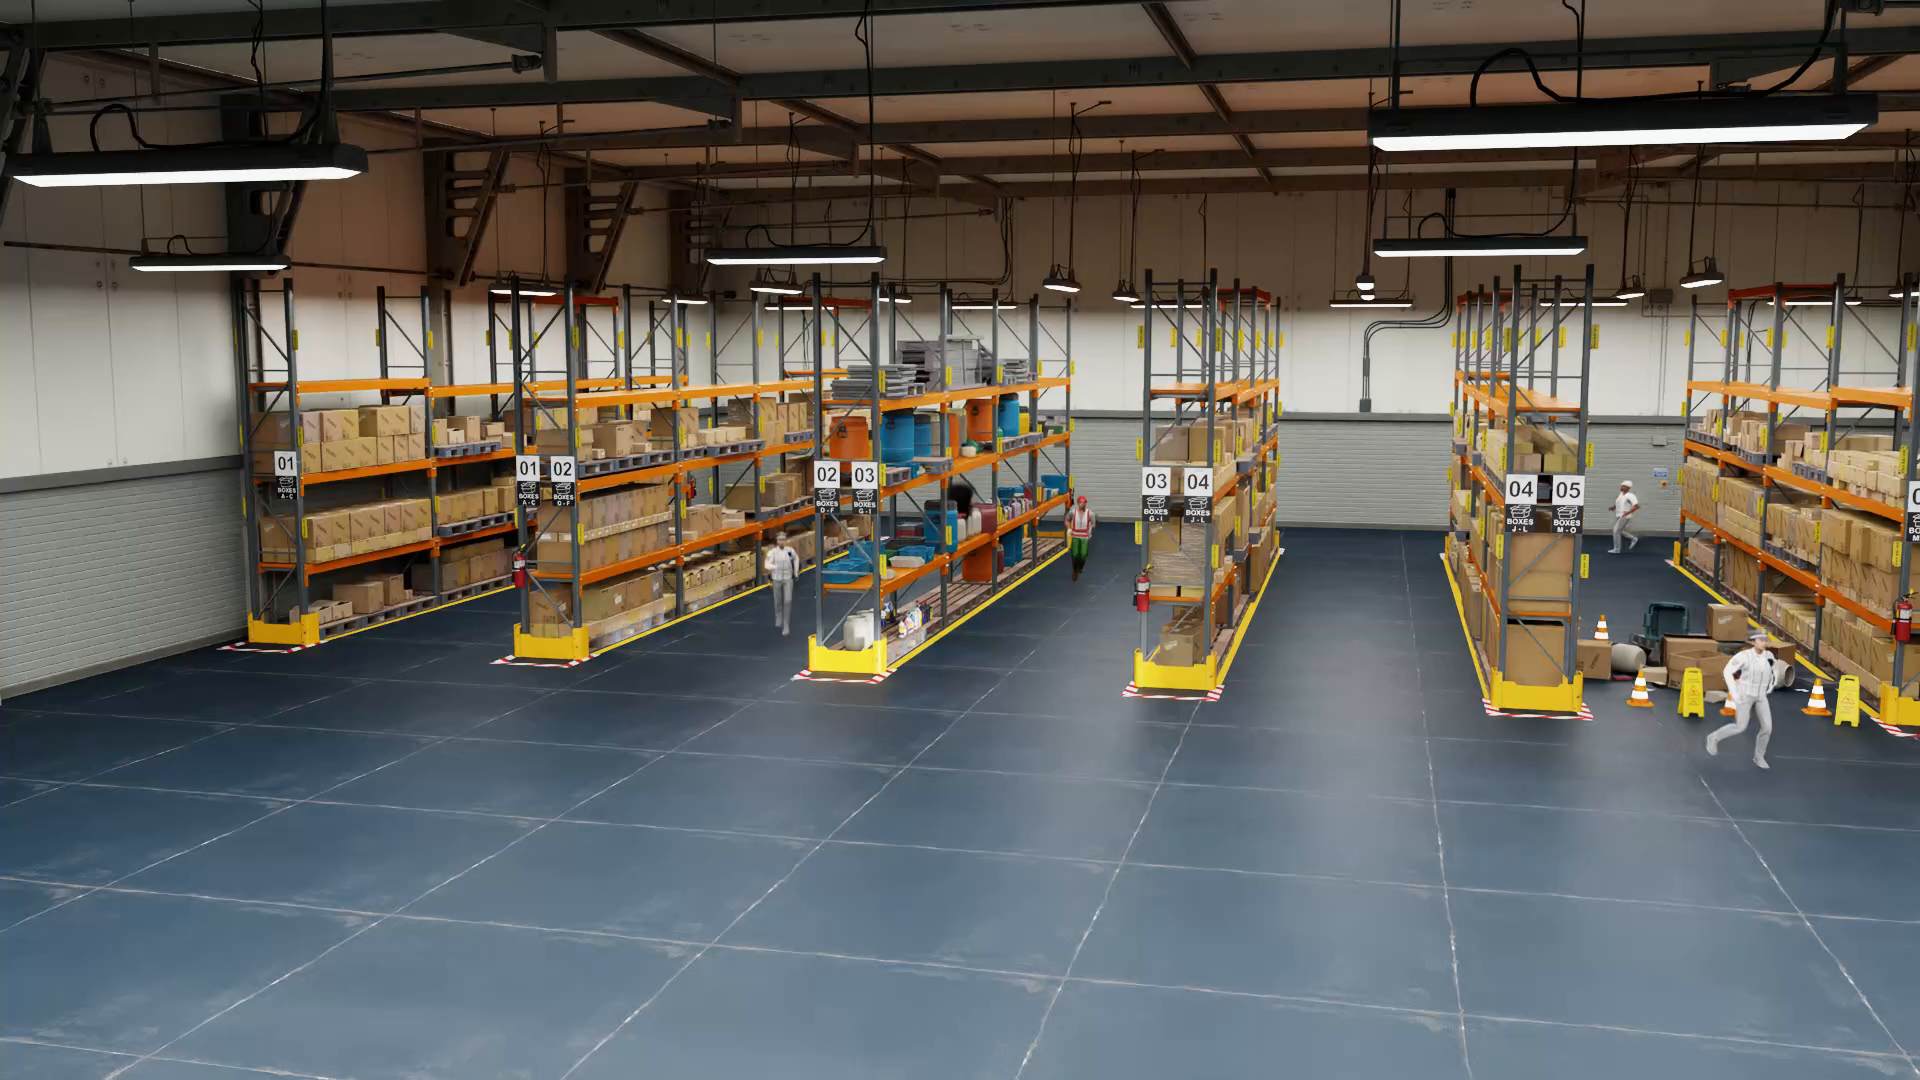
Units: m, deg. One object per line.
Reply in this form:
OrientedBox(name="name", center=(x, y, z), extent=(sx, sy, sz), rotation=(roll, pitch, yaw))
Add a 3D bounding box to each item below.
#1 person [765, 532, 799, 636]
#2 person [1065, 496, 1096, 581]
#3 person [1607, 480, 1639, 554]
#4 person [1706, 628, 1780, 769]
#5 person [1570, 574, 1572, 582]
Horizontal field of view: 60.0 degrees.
OrientedBox(name="person", center=(-3.012, 0.701, 28.155), extent=(0.589, 1.720, 0.883), rotation=(-1, 7, -8))
OrientedBox(name="person", center=(2.442, -0.029, 33.659), extent=(0.633, 1.750, 0.675), rotation=(0, 7, 1))
OrientedBox(name="person", center=(15.629, -0.538, 39.093), extent=(0.791, 1.731, 0.714), rotation=(0, 7, -3))
OrientedBox(name="person", center=(9.337, 1.863, 19.687), extent=(0.792, 1.682, 0.572), rotation=(-2, 7, -14))
OrientedBox(name="person", center=(11.935, 0.334, 32.732), extent=(0.551, 1.576, 0.767), rotation=(2, 7, 14))
